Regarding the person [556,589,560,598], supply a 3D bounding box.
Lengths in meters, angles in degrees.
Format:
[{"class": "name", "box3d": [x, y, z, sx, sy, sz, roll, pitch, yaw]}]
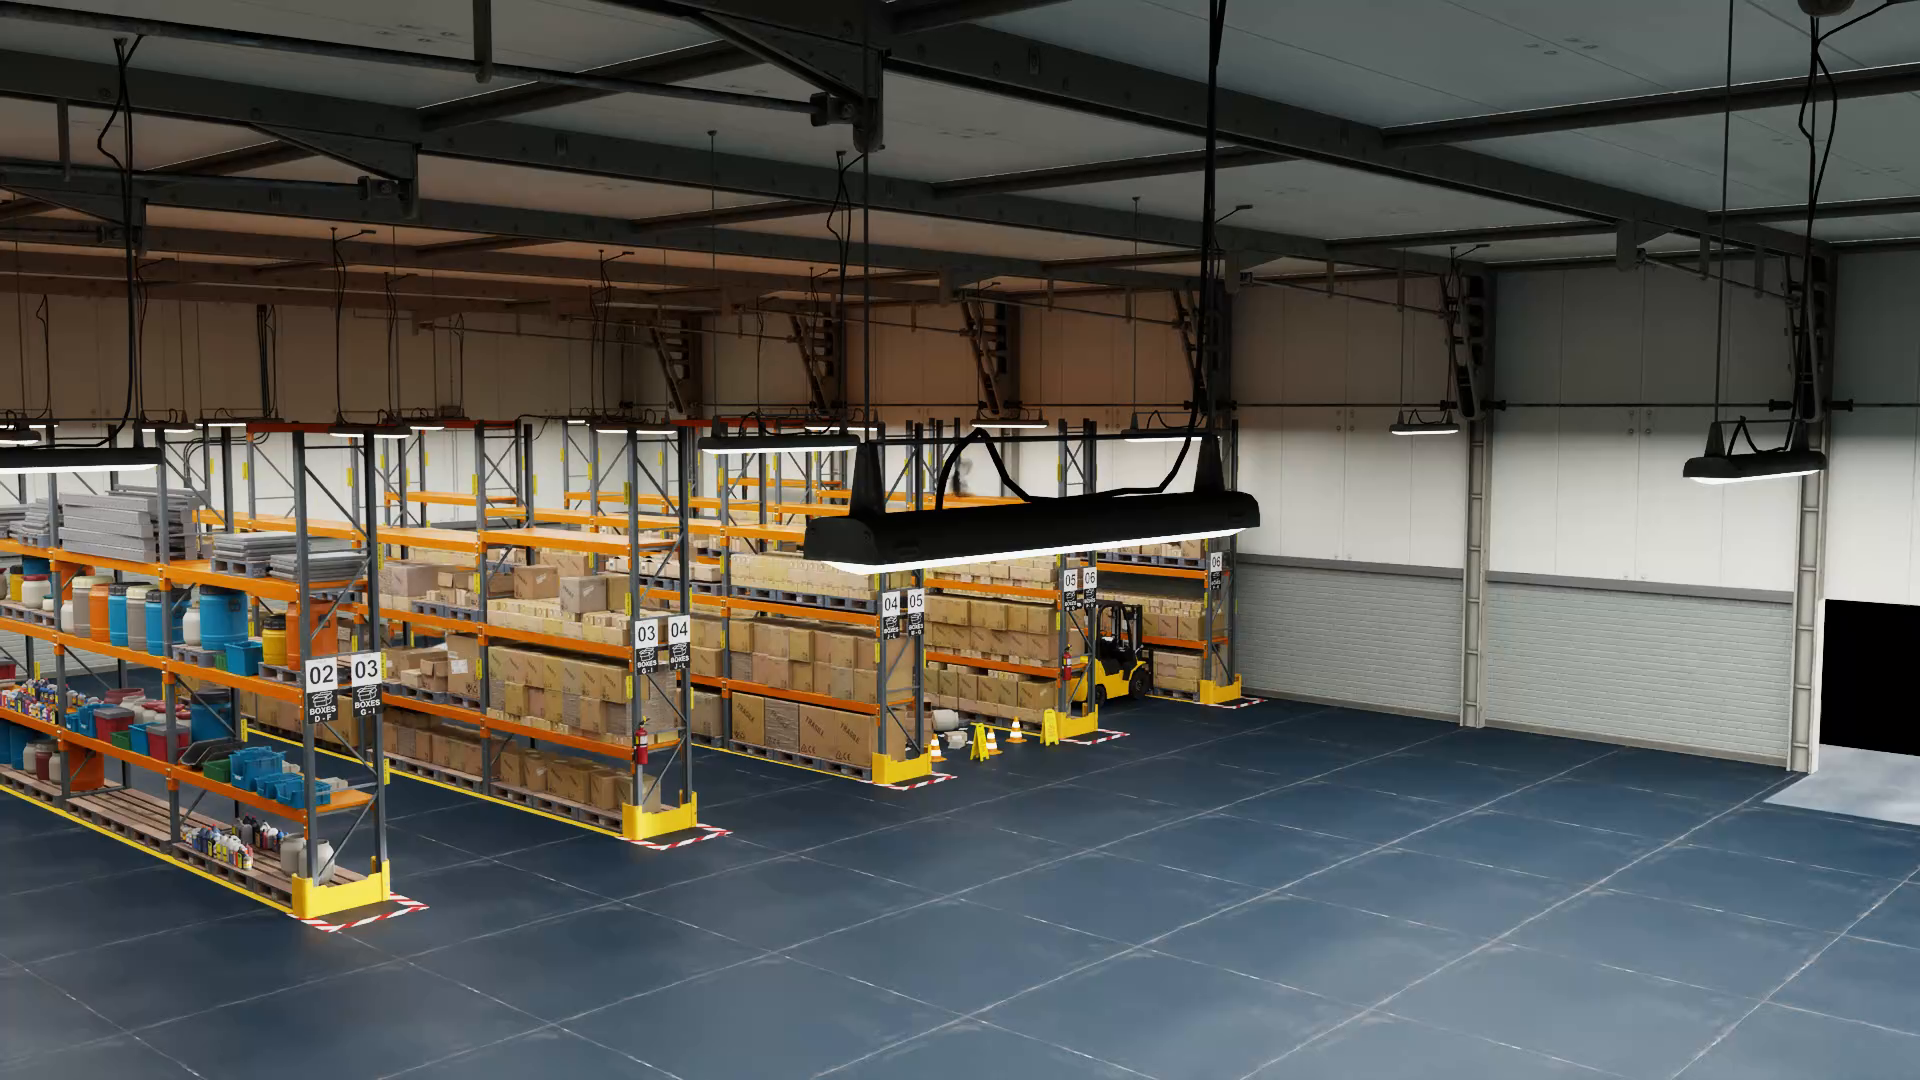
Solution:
[{"class": "person", "box3d": [-10.587, 2.014, 43.477, 0.503, 1.538, 0.587, -3, 6, -37]}]

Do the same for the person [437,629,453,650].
[{"class": "person", "box3d": [-10.570, 2.682, 34.477, 0.576, 1.660, 0.600, 4, 6, 40]}]
